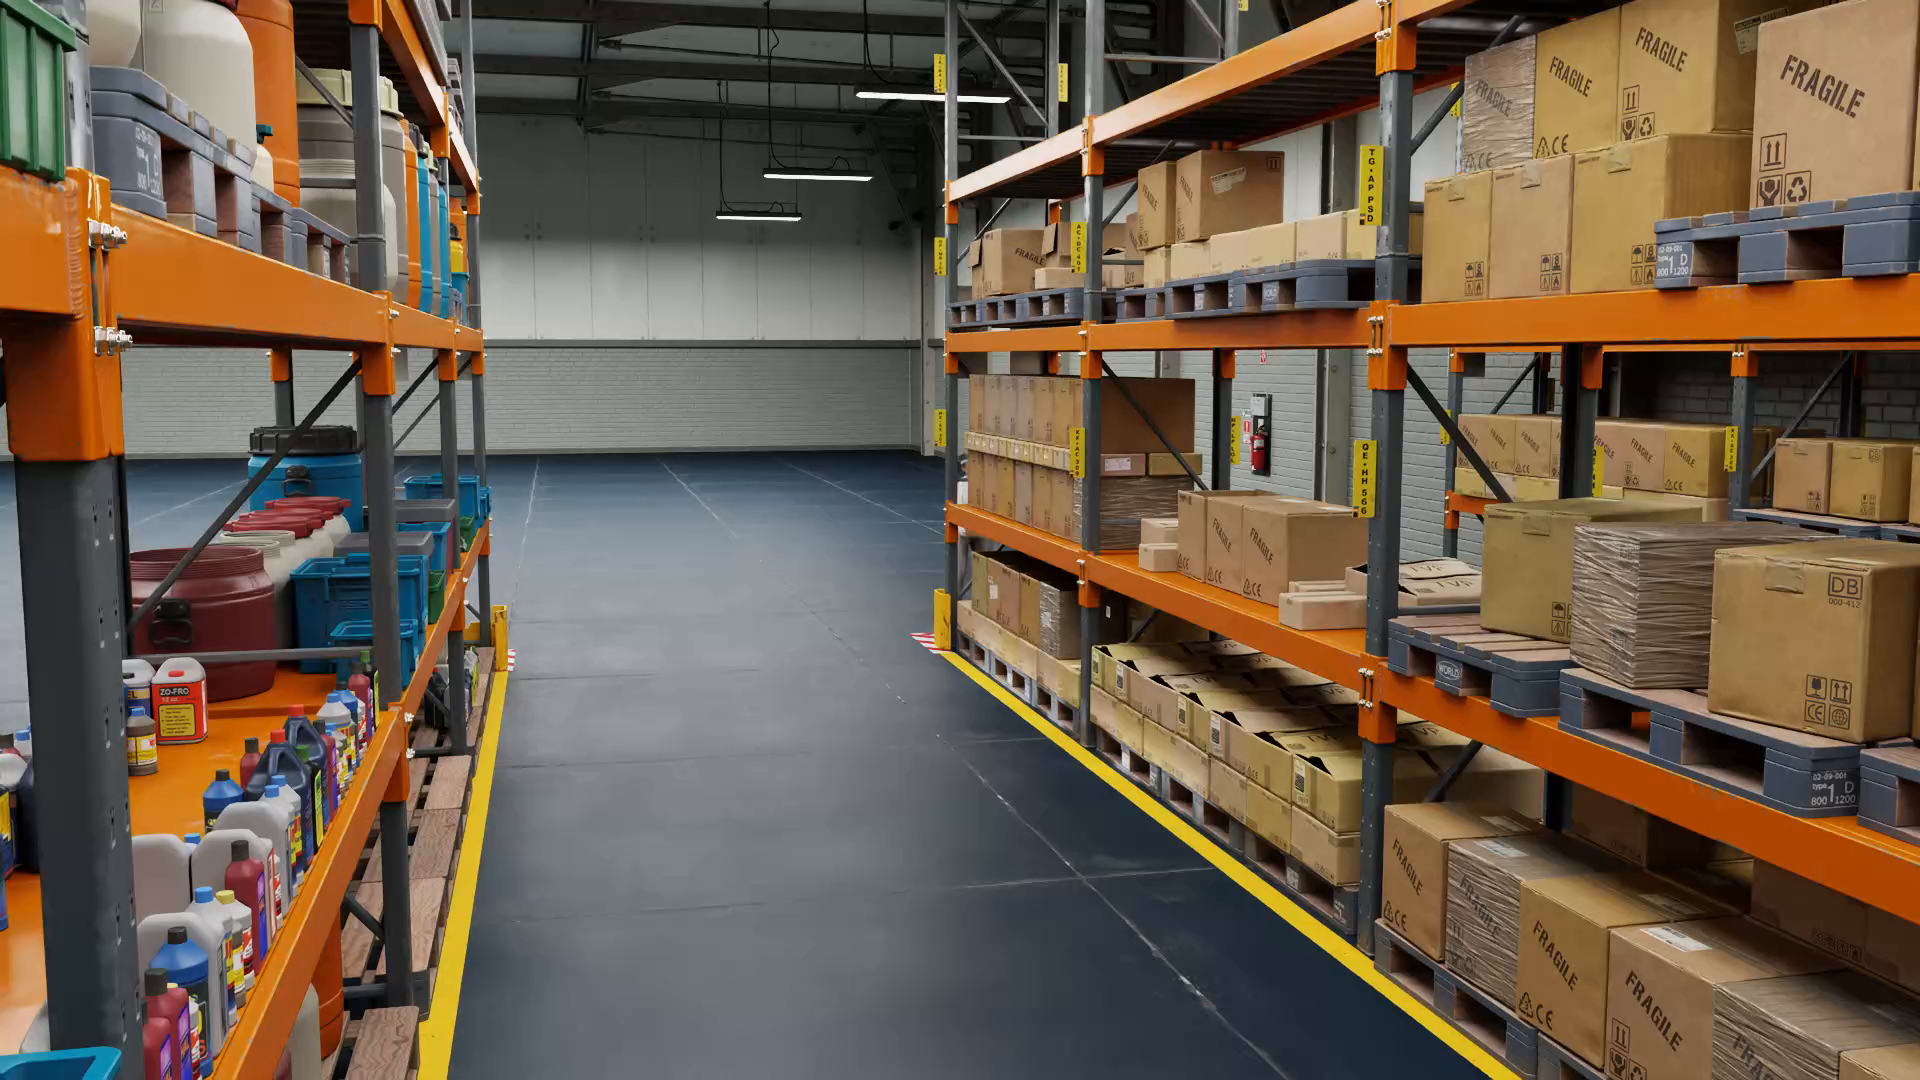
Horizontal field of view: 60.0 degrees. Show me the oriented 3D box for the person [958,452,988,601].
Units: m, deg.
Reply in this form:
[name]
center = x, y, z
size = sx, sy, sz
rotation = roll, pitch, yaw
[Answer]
[person]
center = 0.115, -0.039, 16.437
size = 0.459, 1.687, 0.554
rotation = -1, 6, -13
